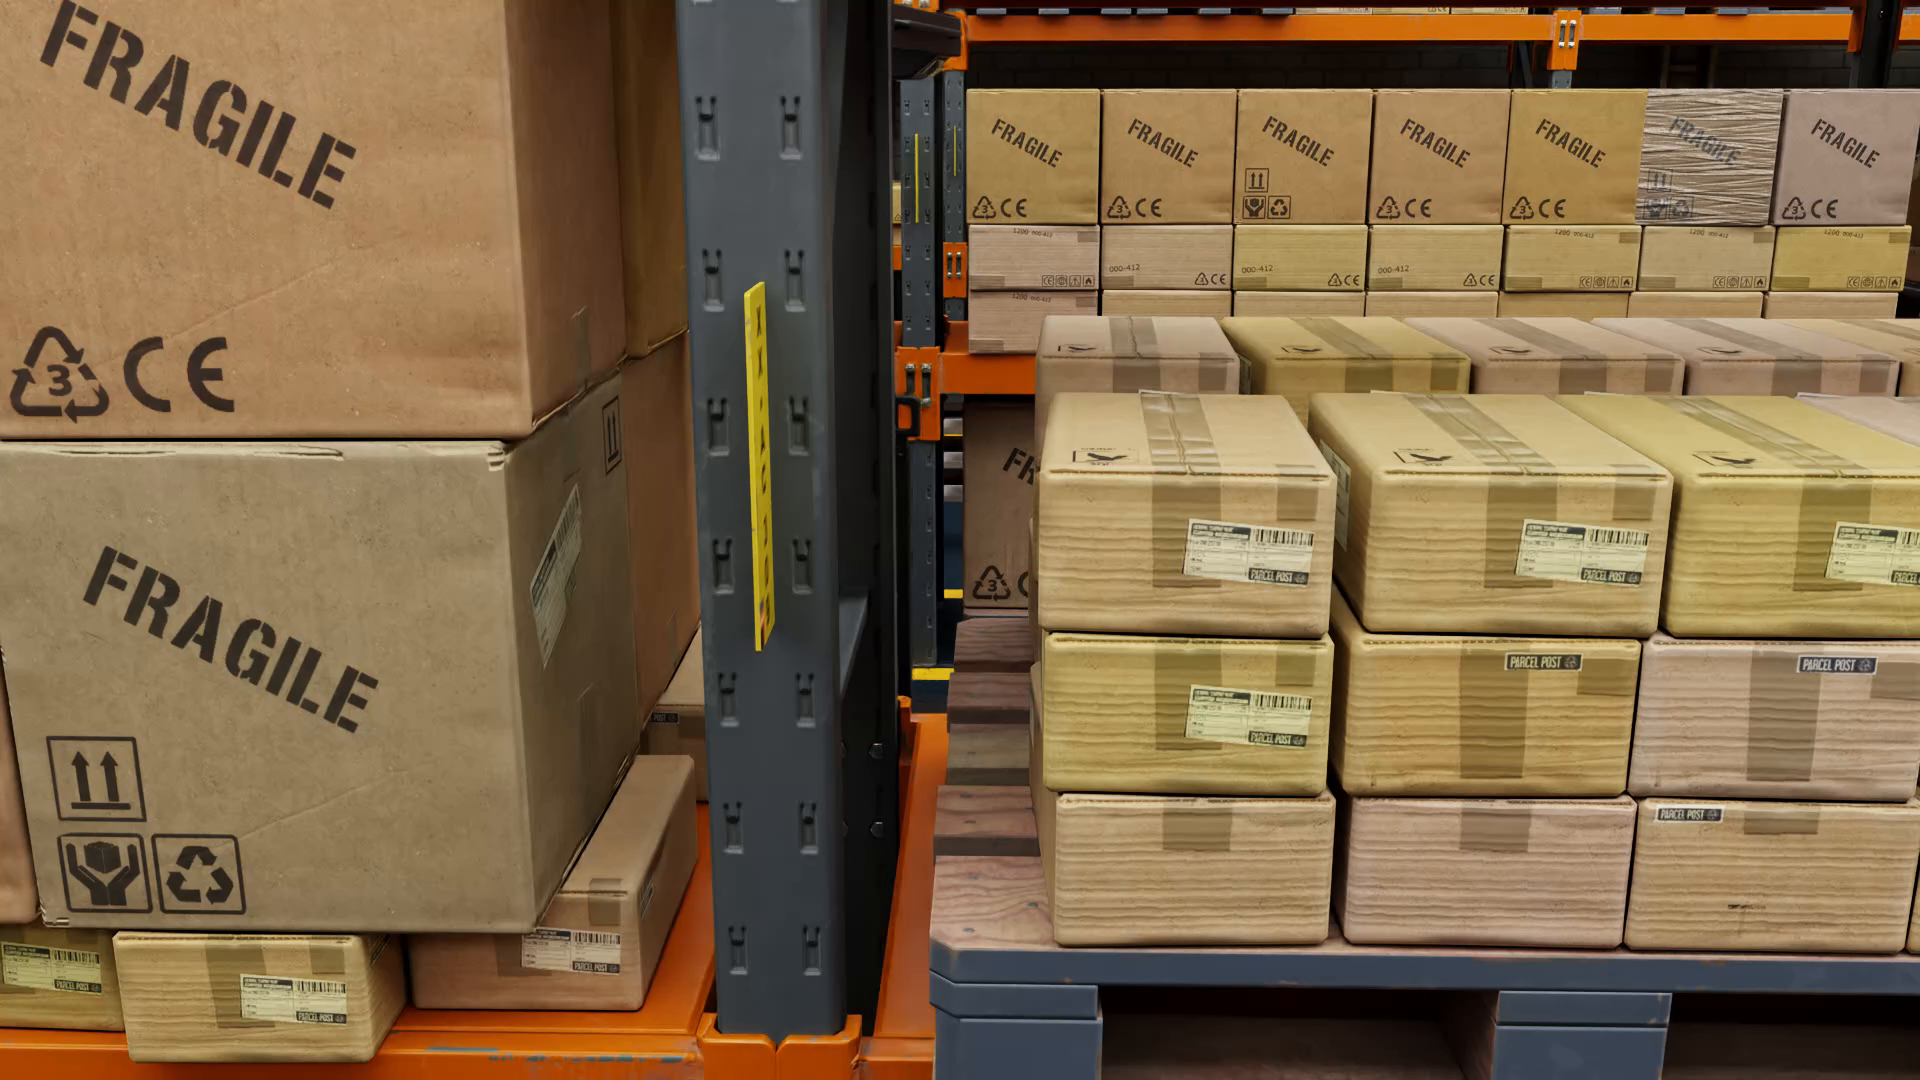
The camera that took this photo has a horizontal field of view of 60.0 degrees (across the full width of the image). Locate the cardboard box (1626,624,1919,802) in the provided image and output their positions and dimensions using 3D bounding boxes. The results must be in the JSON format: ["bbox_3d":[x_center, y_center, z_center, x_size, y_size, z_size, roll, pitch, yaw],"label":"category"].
[{"bbox_3d":[0.724,0.110,1.627,0.250,0.149,0.380,1,15,3],"label":"cardboard box"}]

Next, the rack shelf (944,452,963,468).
[{"bbox_3d":[-0.008,-0.403,8.734,0.200,0.077,0.258,0,15,1],"label":"rack shelf"}]

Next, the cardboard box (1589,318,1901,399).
[{"bbox_3d":[1.020,-0.198,2.213,0.250,0.149,0.380,0,15,1],"label":"cardboard box"}]

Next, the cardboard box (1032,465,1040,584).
[{"bbox_3d":[0.227,-0.060,2.273,0.250,0.149,0.380,1,15,3],"label":"cardboard box"}]

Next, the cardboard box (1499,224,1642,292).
[{"bbox_3d":[2.333,-1.132,6.564,0.500,0.250,0.500,0,15,0],"label":"cardboard box"}]

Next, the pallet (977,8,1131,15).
[{"bbox_3d":[0.623,-3.653,11.294,1.003,0.211,1.213,0,15,1],"label":"pallet"}]

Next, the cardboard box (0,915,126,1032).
[{"bbox_3d":[-0.993,0.402,1.930,0.250,0.149,0.380,1,15,4],"label":"cardboard box"}]

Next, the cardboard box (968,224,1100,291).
[{"bbox_3d":[0.283,-1.144,6.611,0.500,0.250,0.500,0,15,0],"label":"cardboard box"}]

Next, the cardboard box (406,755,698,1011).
[{"bbox_3d":[-0.467,0.393,1.965,0.250,0.149,0.380,0,15,1],"label":"cardboard box"}]

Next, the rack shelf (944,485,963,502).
[{"bbox_3d":[-0.008,-0.229,8.780,0.200,0.077,0.258,0,15,1],"label":"rack shelf"}]

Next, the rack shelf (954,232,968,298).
[{"bbox_3d":[1.972,-1.955,11.779,4.000,0.370,1.077,0,15,1],"label":"rack shelf"}]

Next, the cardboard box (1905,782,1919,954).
[{"bbox_3d":[0.985,0.256,1.658,0.250,0.149,0.380,1,15,2],"label":"cardboard box"}]

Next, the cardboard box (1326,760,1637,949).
[{"bbox_3d":[0.484,0.252,1.675,0.250,0.149,0.380,1,15,2],"label":"cardboard box"}]

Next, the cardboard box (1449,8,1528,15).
[{"bbox_3d":[3.452,-3.609,11.053,0.500,0.250,0.500,0,15,0],"label":"cardboard box"}]

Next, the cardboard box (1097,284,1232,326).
[{"bbox_3d":[0.800,-0.904,6.681,0.500,0.250,0.500,0,15,0],"label":"cardboard box"}]

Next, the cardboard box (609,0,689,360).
[{"bbox_3d":[-0.620,-0.527,2.220,0.500,0.500,0.500,1,15,3],"label":"cardboard box"}]

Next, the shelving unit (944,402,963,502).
[{"bbox_3d":[-0.008,-0.435,8.725,0.210,0.900,0.258,0,15,1],"label":"shelving unit"}]

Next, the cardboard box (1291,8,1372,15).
[{"bbox_3d":[2.450,-3.615,11.076,0.500,0.250,0.500,0,15,1],"label":"cardboard box"}]

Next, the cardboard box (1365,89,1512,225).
[{"bbox_3d":[1.810,-1.503,6.503,0.500,0.500,0.500,0,15,1],"label":"cardboard box"}]

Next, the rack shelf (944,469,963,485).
[{"bbox_3d":[-0.008,-0.316,8.757,0.200,0.077,0.258,0,15,1],"label":"rack shelf"}]

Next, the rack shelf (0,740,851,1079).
[{"bbox_3d":[-2.175,0.548,2.293,4.000,0.370,1.077,0,15,1],"label":"rack shelf"}]

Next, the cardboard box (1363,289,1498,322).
[{"bbox_3d":[1.812,-0.891,6.631,0.500,0.250,0.500,0,15,1],"label":"cardboard box"}]

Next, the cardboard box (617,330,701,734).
[{"bbox_3d":[-0.664,-0.046,2.357,0.500,0.500,0.500,0,15,0],"label":"cardboard box"}]

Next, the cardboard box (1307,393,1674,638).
[{"bbox_3d":[0.486,-0.036,1.599,0.250,0.149,0.380,1,15,3],"label":"cardboard box"}]

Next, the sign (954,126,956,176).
[{"bbox_3d":[-0.033,-2.596,11.102,0.005,0.325,0.100,0,15,1],"label":"sign"}]

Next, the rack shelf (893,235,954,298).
[{"bbox_3d":[-2.026,-1.981,11.878,4.000,0.370,1.077,0,15,1],"label":"rack shelf"}]

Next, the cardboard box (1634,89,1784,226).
[{"bbox_3d":[2.812,-1.493,6.464,0.500,0.500,0.500,1,15,2],"label":"cardboard box"}]

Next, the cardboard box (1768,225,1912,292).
[{"bbox_3d":[3.358,-1.131,6.562,0.500,0.250,0.500,0,15,1],"label":"cardboard box"}]

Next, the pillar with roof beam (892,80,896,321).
[{"bbox_3d":[-0.810,-4.353,7.699,0.400,9.000,9.100,0,15,1],"label":"pillar with roof beam"}]

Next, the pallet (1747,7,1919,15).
[{"bbox_3d":[5.770,-3.660,11.324,1.213,0.211,1.003,1,15,4],"label":"pallet"}]

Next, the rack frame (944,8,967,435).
[{"bbox_3d":[-0.027,-2.316,11.737,0.127,3.000,1.000,0,15,1],"label":"rack frame"}]

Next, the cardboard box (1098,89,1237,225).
[{"bbox_3d":[0.792,-1.509,6.524,0.500,0.500,0.500,0,15,1],"label":"cardboard box"}]

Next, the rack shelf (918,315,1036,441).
[{"bbox_3d":[1.849,-0.689,6.981,4.000,0.370,1.077,0,15,1],"label":"rack shelf"}]

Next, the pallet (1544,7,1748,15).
[{"bbox_3d":[4.652,-3.667,11.349,1.003,0.211,1.213,1,15,4],"label":"pallet"}]

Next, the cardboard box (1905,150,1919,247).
[{"bbox_3d":[4.310,-1.487,6.993,0.500,0.500,0.500,0,15,0],"label":"cardboard box"}]

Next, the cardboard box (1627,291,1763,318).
[{"bbox_3d":[2.825,-0.888,6.618,0.500,0.250,0.500,1,15,2],"label":"cardboard box"}]

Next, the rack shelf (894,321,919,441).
[{"bbox_3d":[-2.149,-0.715,7.080,4.000,0.370,1.077,0,15,1],"label":"rack shelf"}]

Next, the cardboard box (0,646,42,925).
[{"bbox_3d":[-1.185,0.086,1.854,0.500,0.500,0.500,0,15,0],"label":"cardboard box"}]

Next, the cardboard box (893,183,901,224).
[{"bbox_3d":[-0.542,-2.328,11.495,0.500,0.250,0.500,1,15,3],"label":"cardboard box"}]

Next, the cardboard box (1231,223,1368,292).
[{"bbox_3d":[1.308,-1.138,6.587,0.500,0.250,0.500,1,15,2],"label":"cardboard box"}]

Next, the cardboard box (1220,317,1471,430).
[{"bbox_3d":[0.500,-0.202,2.227,0.250,0.149,0.380,0,15,0],"label":"cardboard box"}]

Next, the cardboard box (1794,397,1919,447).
[{"bbox_3d":[0.991,-0.031,1.582,0.250,0.149,0.380,0,15,1],"label":"cardboard box"}]

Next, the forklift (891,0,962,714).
[{"bbox_3d":[-0.546,-0.444,4.778,3.031,2.935,1.130,3,15,11],"label":"forklift"}]

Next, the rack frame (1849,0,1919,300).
[{"bbox_3d":[3.849,-1.024,6.840,0.127,3.000,1.000,0,15,1],"label":"rack frame"}]

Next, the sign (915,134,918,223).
[{"bbox_3d":[-0.163,-1.365,6.282,0.005,0.325,0.100,0,15,1],"label":"sign"}]

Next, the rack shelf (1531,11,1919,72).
[{"bbox_3d":[5.971,-3.379,11.298,4.000,0.370,1.077,0,15,1],"label":"rack shelf"}]

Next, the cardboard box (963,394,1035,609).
[{"bbox_3d":[0.472,-0.242,7.218,0.875,0.875,0.875,1,15,3],"label":"cardboard box"}]

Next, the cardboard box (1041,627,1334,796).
[{"bbox_3d":[0.207,0.108,1.638,0.250,0.149,0.380,1,15,2],"label":"cardboard box"}]
